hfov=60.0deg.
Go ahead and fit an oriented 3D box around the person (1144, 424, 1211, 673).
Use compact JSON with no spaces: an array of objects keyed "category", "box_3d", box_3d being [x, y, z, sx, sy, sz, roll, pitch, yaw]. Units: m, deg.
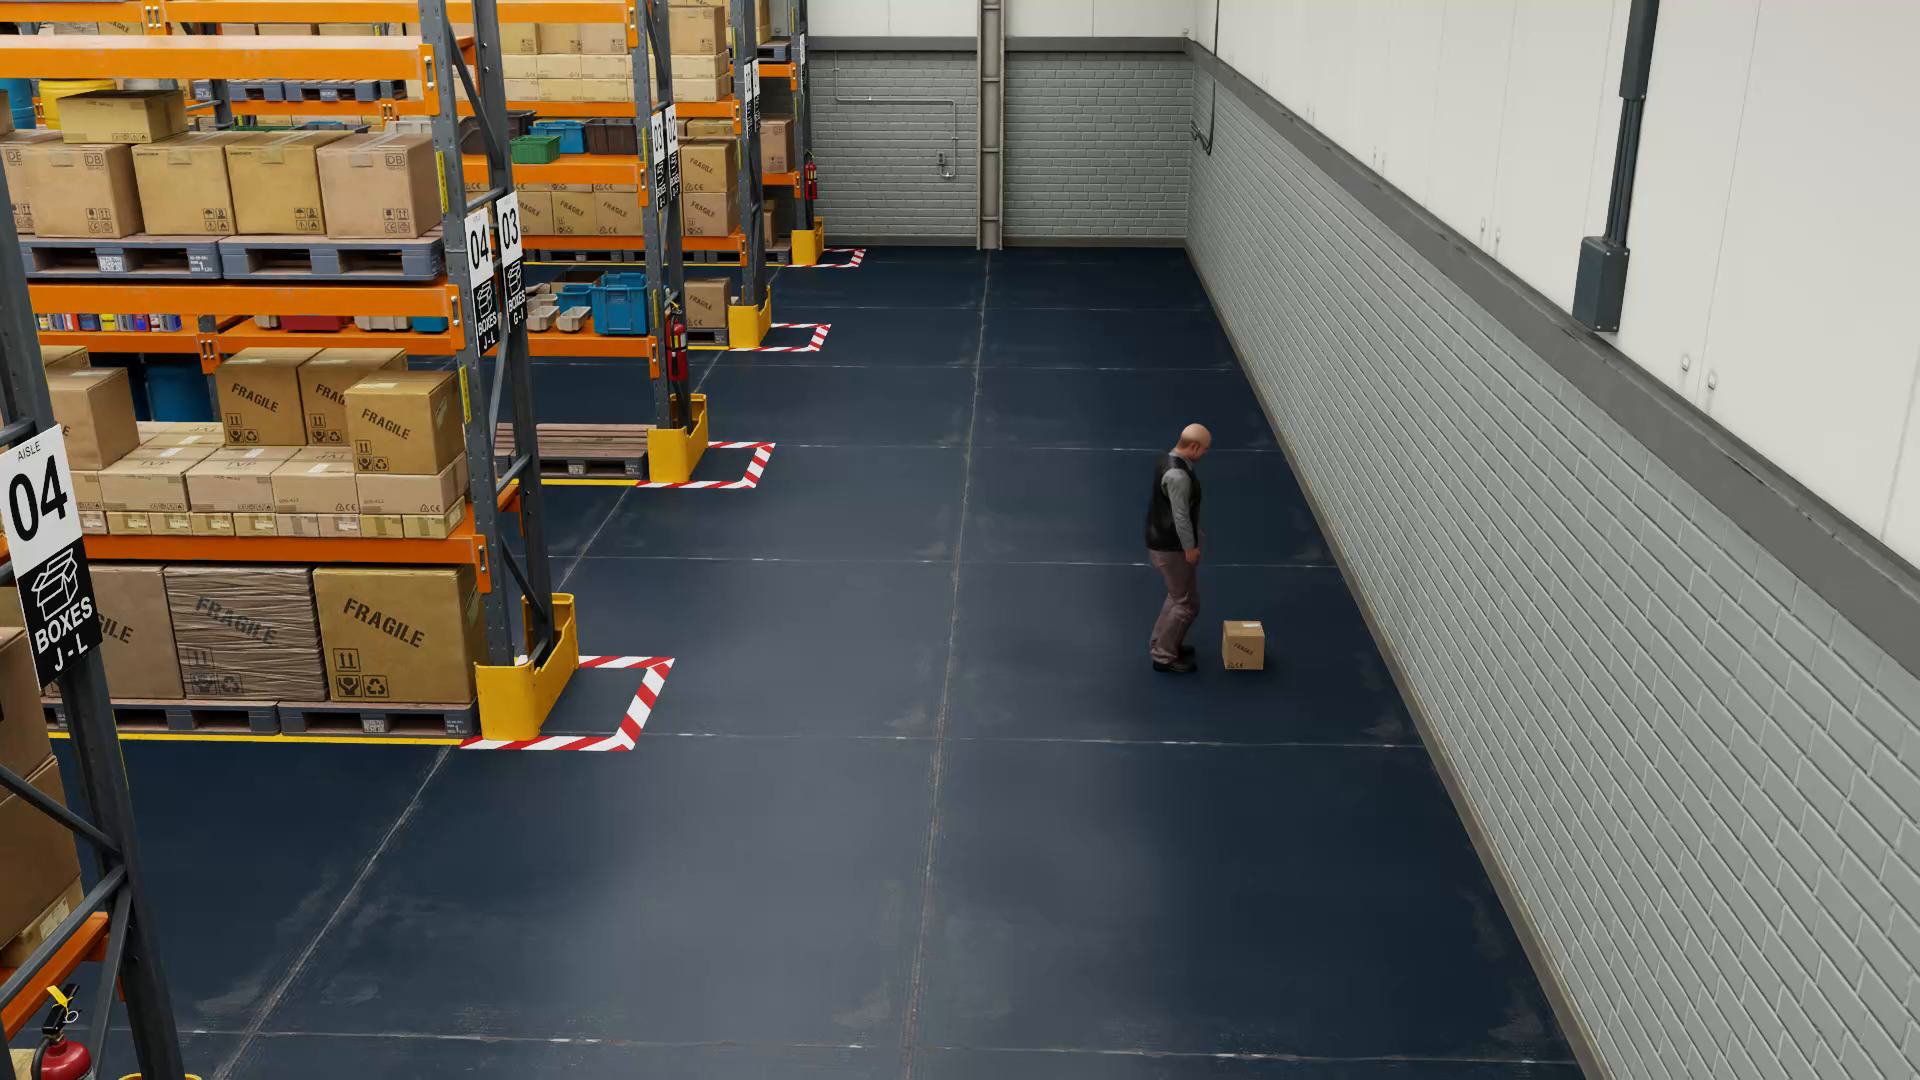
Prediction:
[{"category":"person","box_3d":[1.440,0.034,11.102,0.416,1.679,0.556,1,21,3]}]
